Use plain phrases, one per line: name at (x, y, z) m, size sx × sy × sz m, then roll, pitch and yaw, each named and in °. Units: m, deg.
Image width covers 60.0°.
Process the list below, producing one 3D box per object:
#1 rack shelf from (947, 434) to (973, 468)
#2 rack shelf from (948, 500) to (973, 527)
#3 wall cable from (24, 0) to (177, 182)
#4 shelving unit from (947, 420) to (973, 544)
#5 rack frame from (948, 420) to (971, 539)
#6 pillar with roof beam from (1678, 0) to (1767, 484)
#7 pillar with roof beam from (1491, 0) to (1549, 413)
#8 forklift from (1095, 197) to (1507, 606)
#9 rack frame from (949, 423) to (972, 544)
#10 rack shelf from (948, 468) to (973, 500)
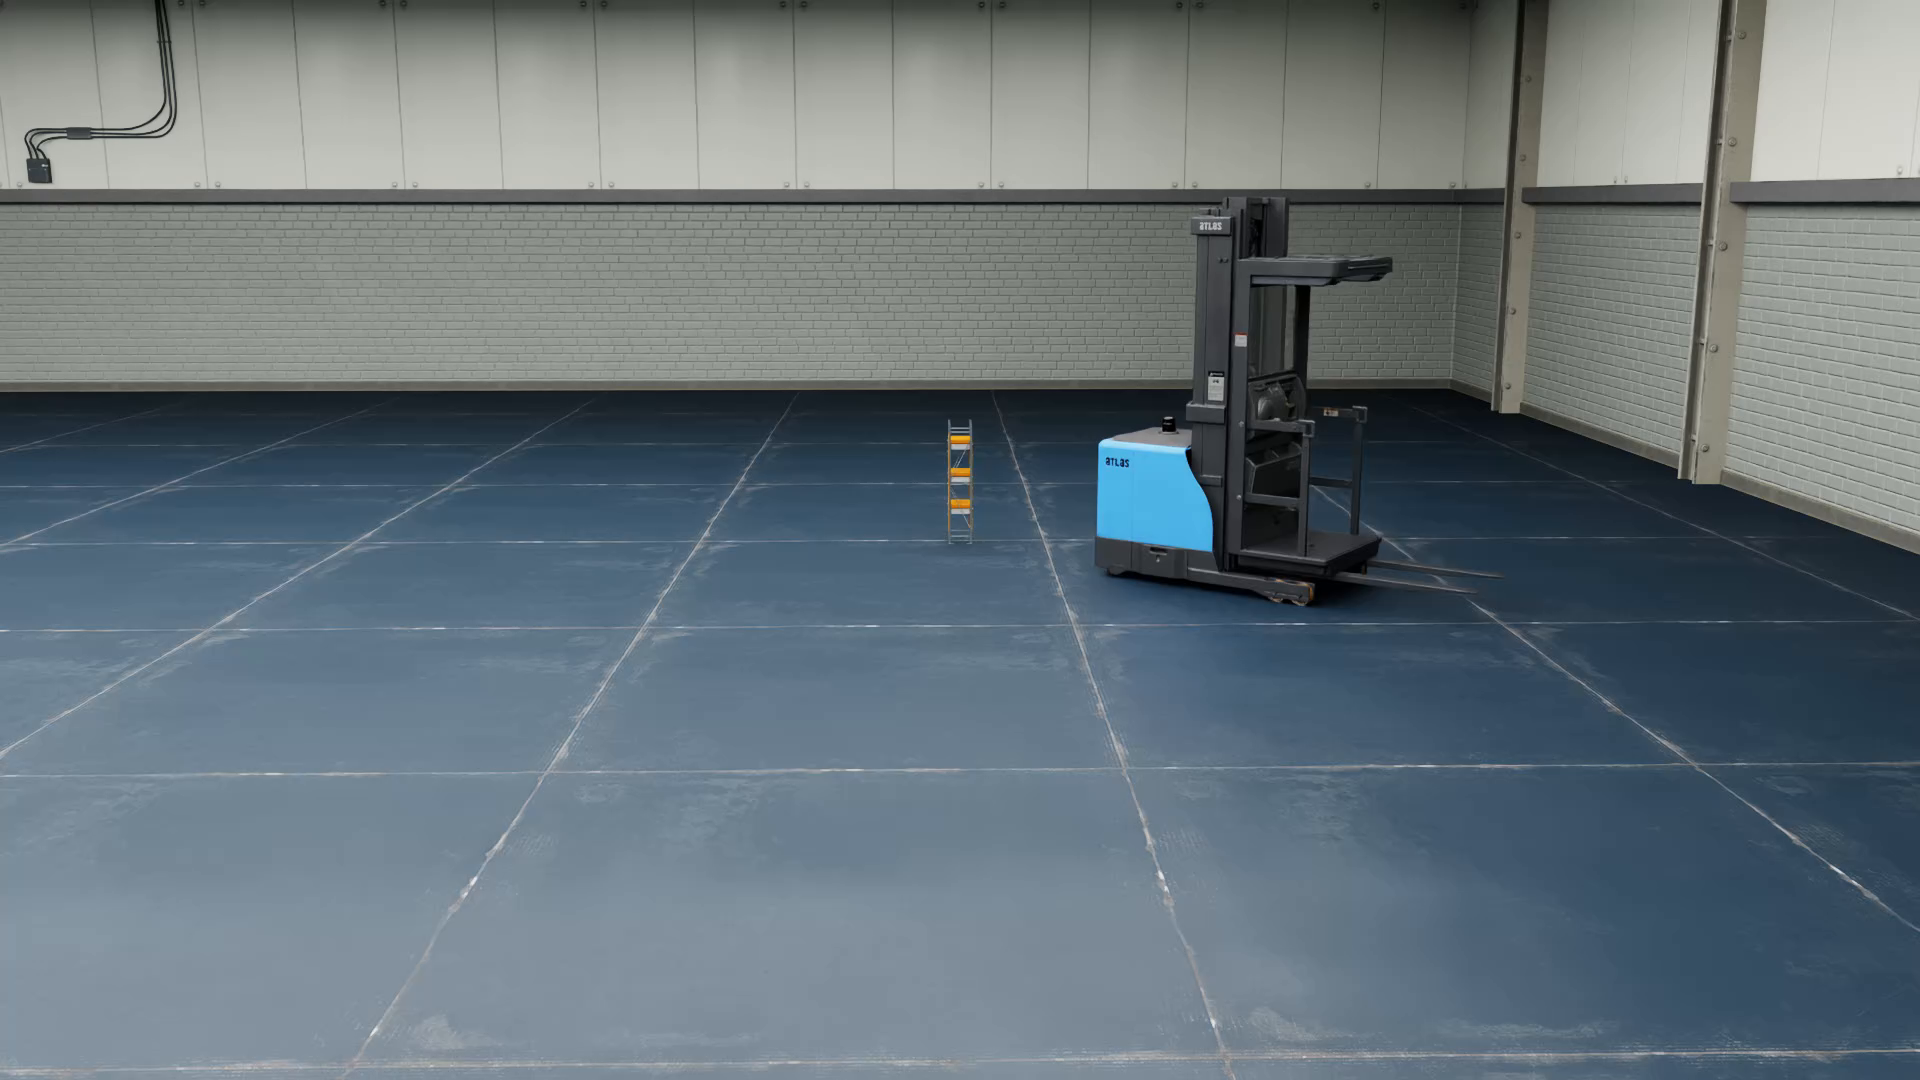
rack shelf at (0.001, -0.772, 14.348) m, size 0.215 × 0.259 × 0.240 m, roll 0°, pitch 11°, yaw -1°
rack shelf at (0.001, -0.221, 14.460) m, size 0.215 × 0.259 × 0.240 m, roll 0°, pitch 11°, yaw -1°
wall cable at (-13.011, -8.393, 24.744) m, size 2.305 × 6.003 × 0.169 m, roll 0°, pitch 11°, yaw -1°
shelving unit at (0.001, -0.504, 14.402) m, size 0.215 × 1.050 × 0.252 m, roll 0°, pitch 11°, yaw -1°
rack frame at (-0.001, -0.528, 14.522) m, size 0.200 × 1.050 × 0.008 m, roll 0°, pitch 11°, yaw -1°
pillar with roof beam at (3.549, -5.019, 16.664) m, size 9.100 × 9.000 × 0.400 m, roll 0°, pitch 11°, yaw -1°
pillar with roof beam at (3.425, -6.211, 22.543) m, size 9.100 × 9.000 × 0.400 m, roll 0°, pitch 11°, yaw -1°
forklift at (2.568, -1.075, 12.485) m, size 3.031 × 2.935 × 1.130 m, roll 8°, pitch 14°, yaw 35°
rack frame at (0.004, -0.480, 14.283) m, size 0.200 × 1.050 × 0.008 m, roll 0°, pitch 11°, yaw -1°
rack shelf at (0.001, -0.494, 14.404) m, size 0.215 × 0.259 × 0.240 m, roll 0°, pitch 11°, yaw -1°
